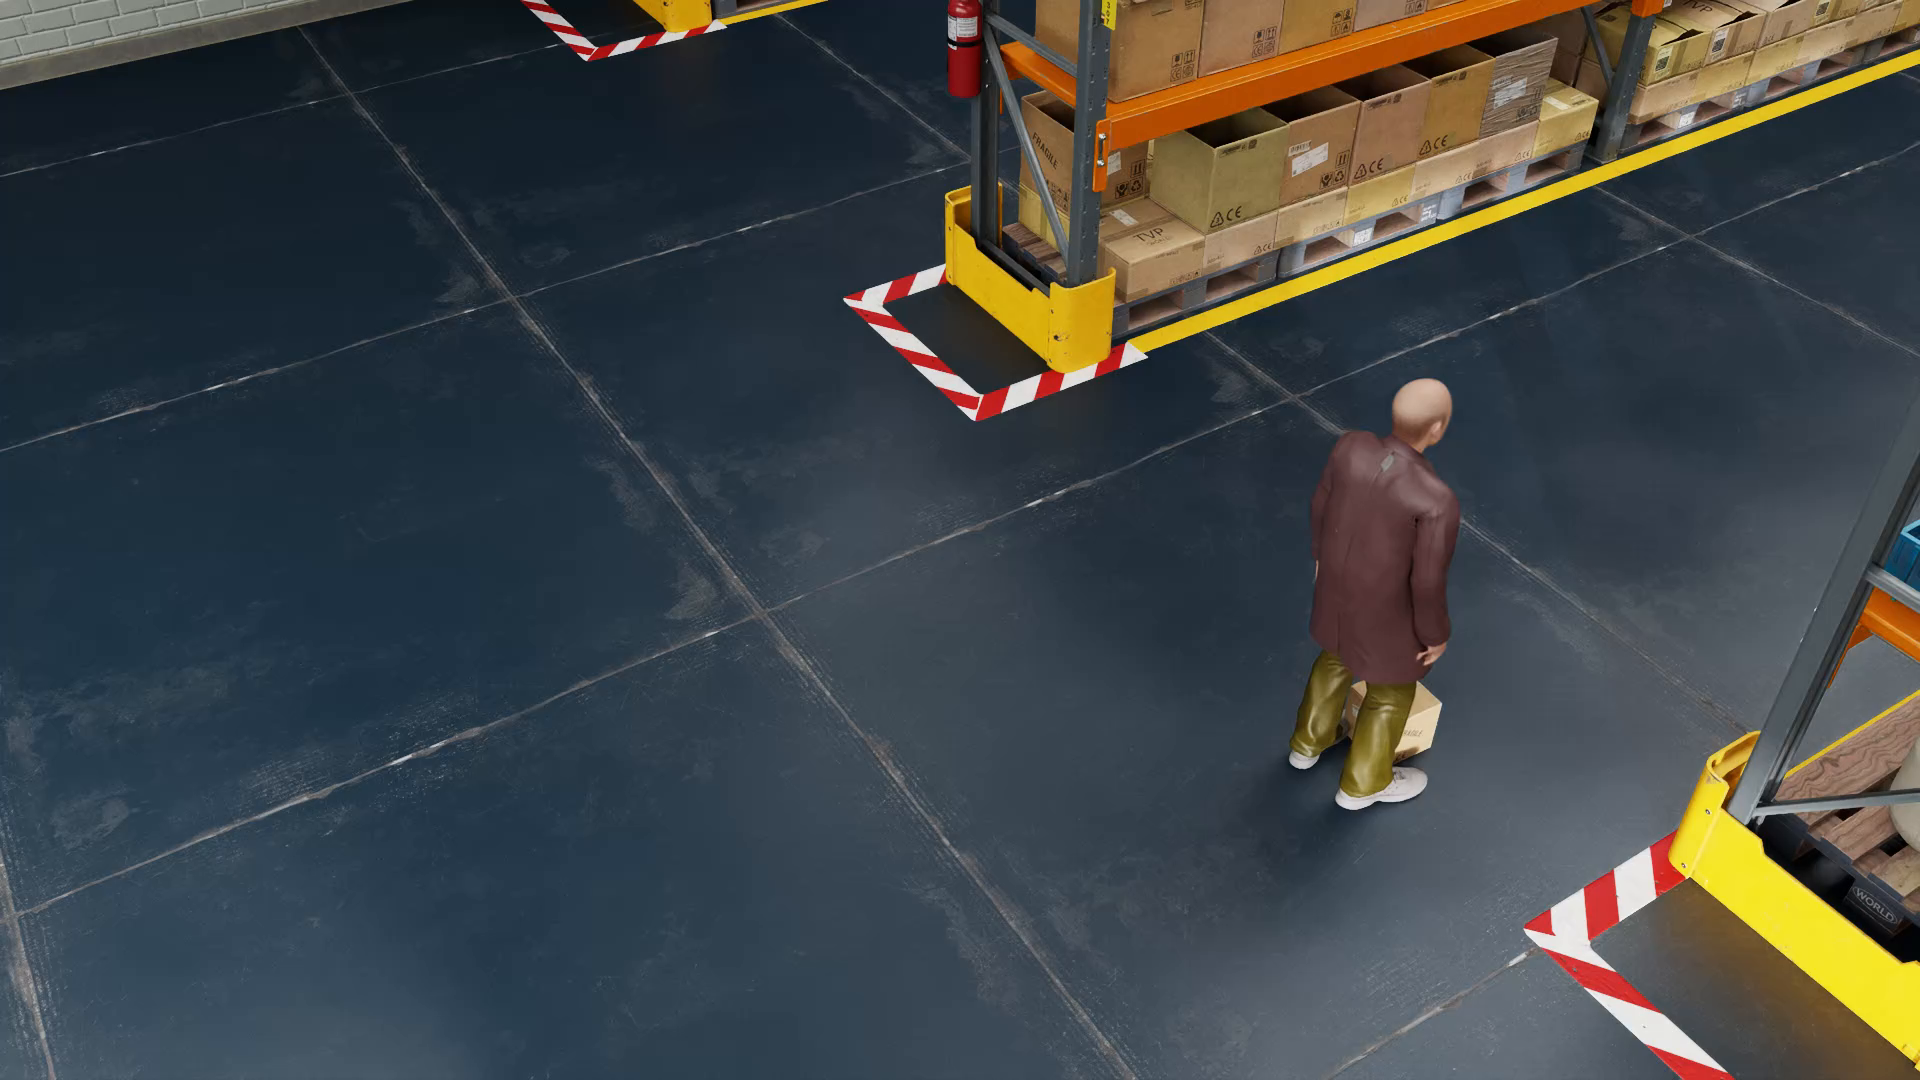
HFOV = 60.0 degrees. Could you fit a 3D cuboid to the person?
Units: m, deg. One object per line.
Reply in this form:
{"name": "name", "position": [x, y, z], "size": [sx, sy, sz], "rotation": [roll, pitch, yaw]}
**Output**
{"name": "person", "position": [1.483, 0.200, 5.933], "size": [0.419, 1.774, 0.647], "rotation": [-23, 45, -25]}
